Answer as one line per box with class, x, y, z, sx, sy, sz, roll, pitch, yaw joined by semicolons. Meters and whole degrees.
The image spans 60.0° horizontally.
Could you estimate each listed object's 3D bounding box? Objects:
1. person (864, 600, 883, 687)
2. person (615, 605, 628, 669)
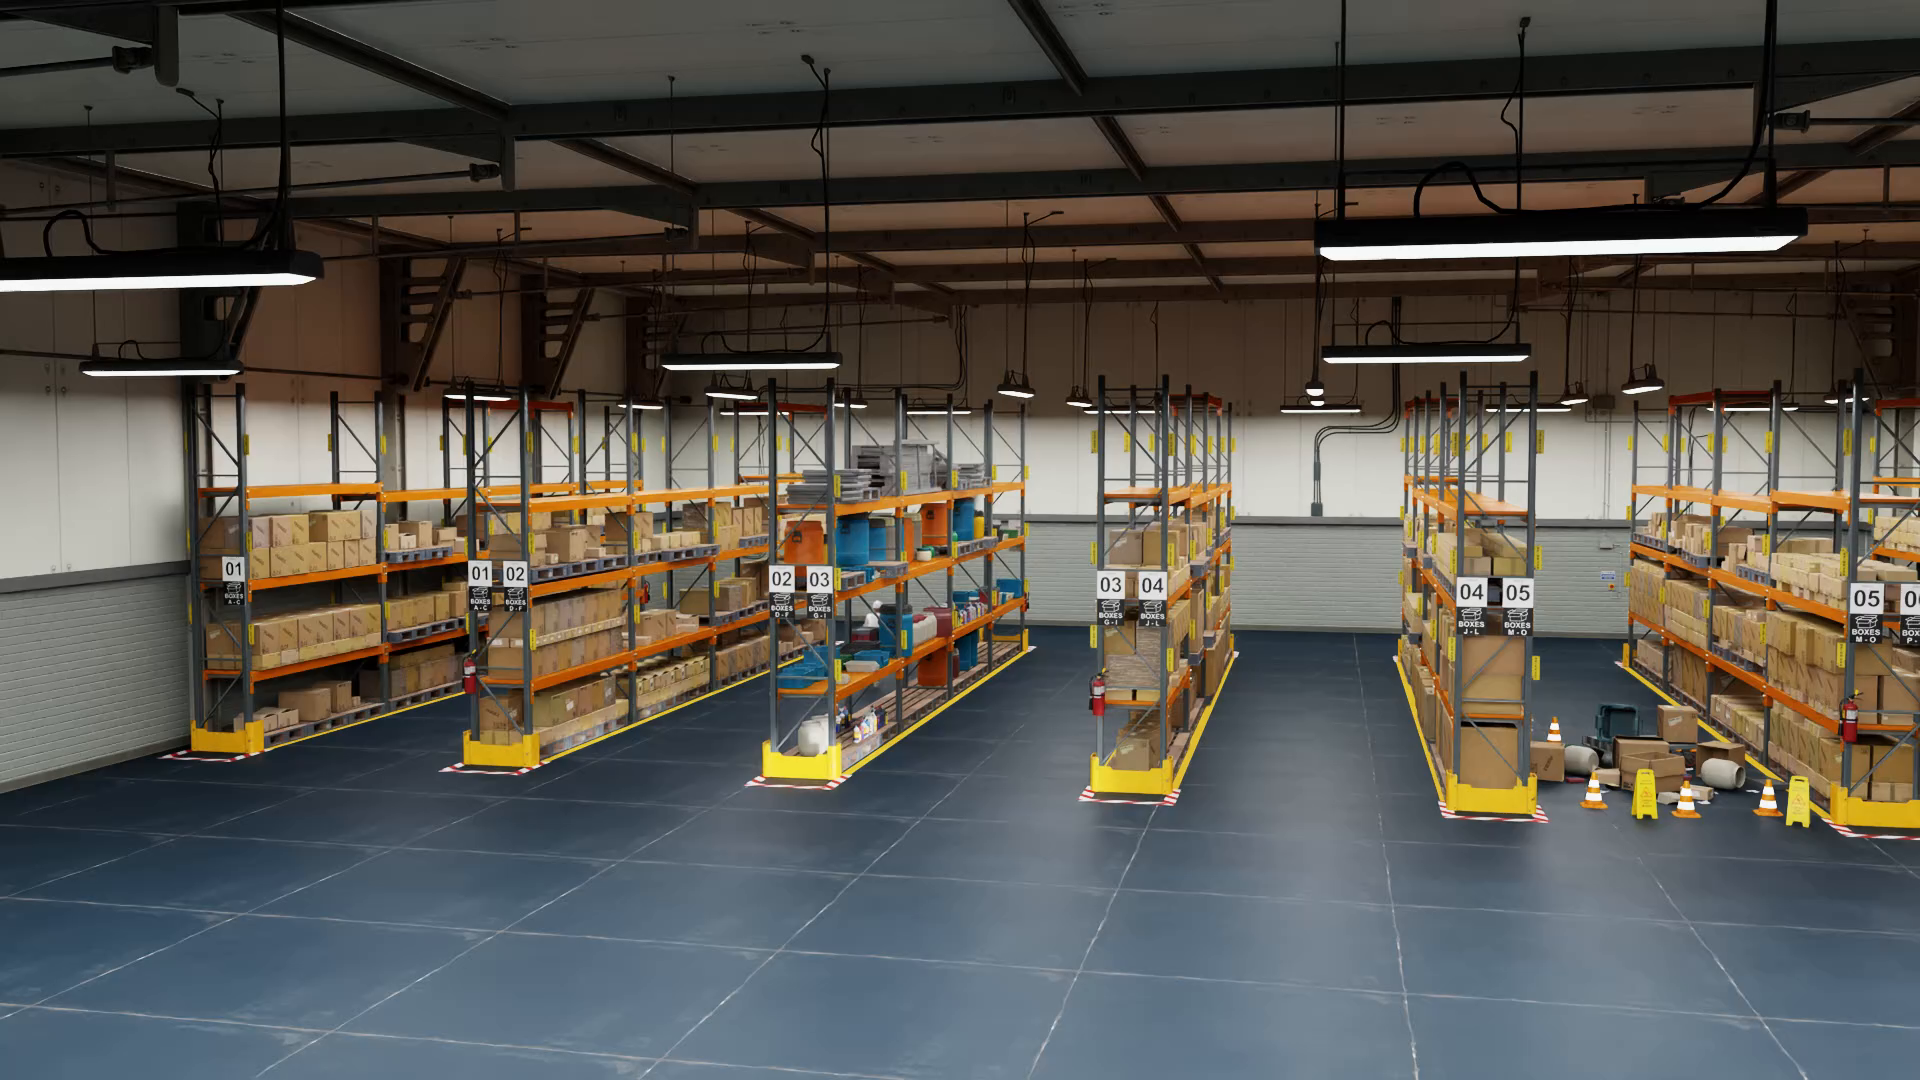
person;-1.720;2.159;34.466;0.597;1.819;0.556;0;3;4
person;-7.106;2.178;35.135;0.583;1.660;0.550;1;3;13
